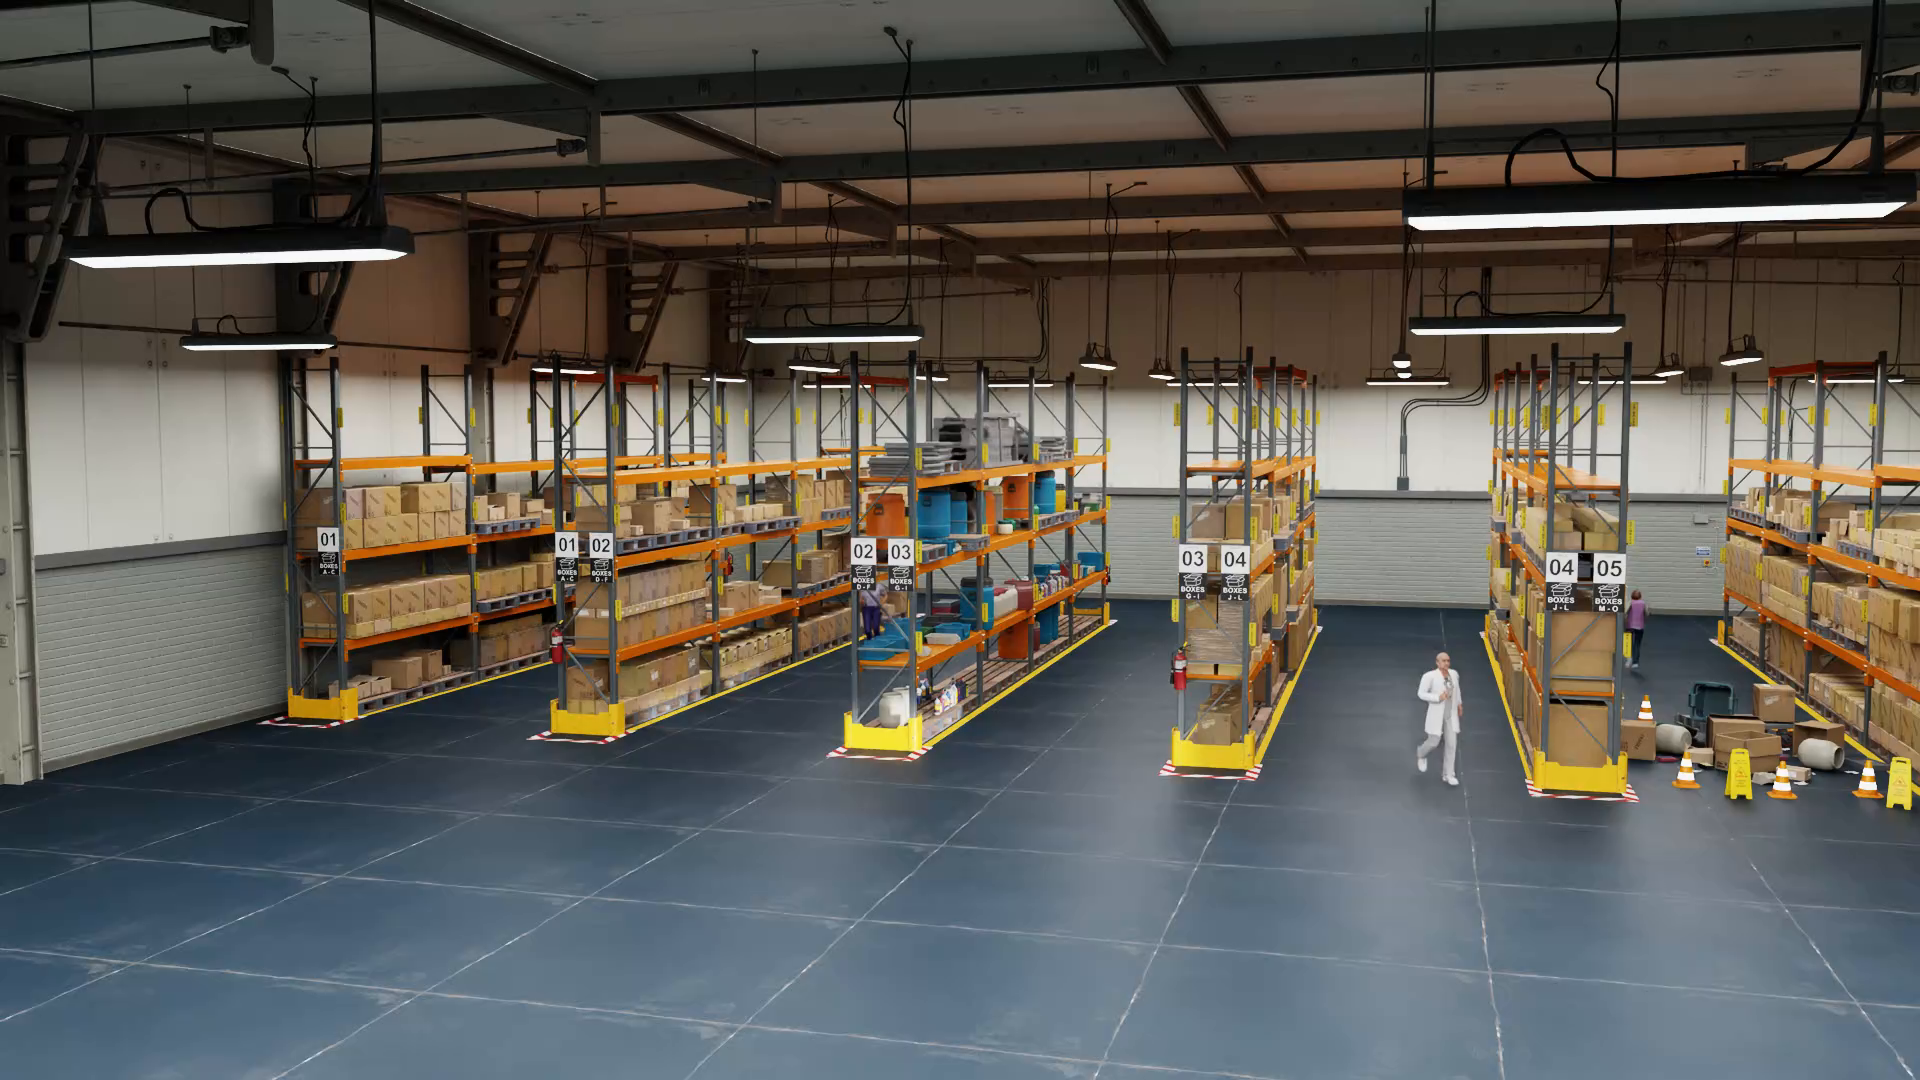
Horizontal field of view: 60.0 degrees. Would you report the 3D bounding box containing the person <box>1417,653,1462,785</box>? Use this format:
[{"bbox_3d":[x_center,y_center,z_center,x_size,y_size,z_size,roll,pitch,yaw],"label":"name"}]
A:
[{"bbox_3d":[6.608,2.419,22.883,0.723,1.761,0.985,-1,4,-11],"label":"person"}]

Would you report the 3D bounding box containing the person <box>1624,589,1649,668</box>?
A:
[{"bbox_3d":[13.446,1.783,33.106,0.521,1.597,0.714,1,4,14],"label":"person"}]

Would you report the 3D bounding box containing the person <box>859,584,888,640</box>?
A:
[{"bbox_3d":[-1.791,1.521,33.841,0.589,1.693,0.598,0,4,5],"label":"person"}]
